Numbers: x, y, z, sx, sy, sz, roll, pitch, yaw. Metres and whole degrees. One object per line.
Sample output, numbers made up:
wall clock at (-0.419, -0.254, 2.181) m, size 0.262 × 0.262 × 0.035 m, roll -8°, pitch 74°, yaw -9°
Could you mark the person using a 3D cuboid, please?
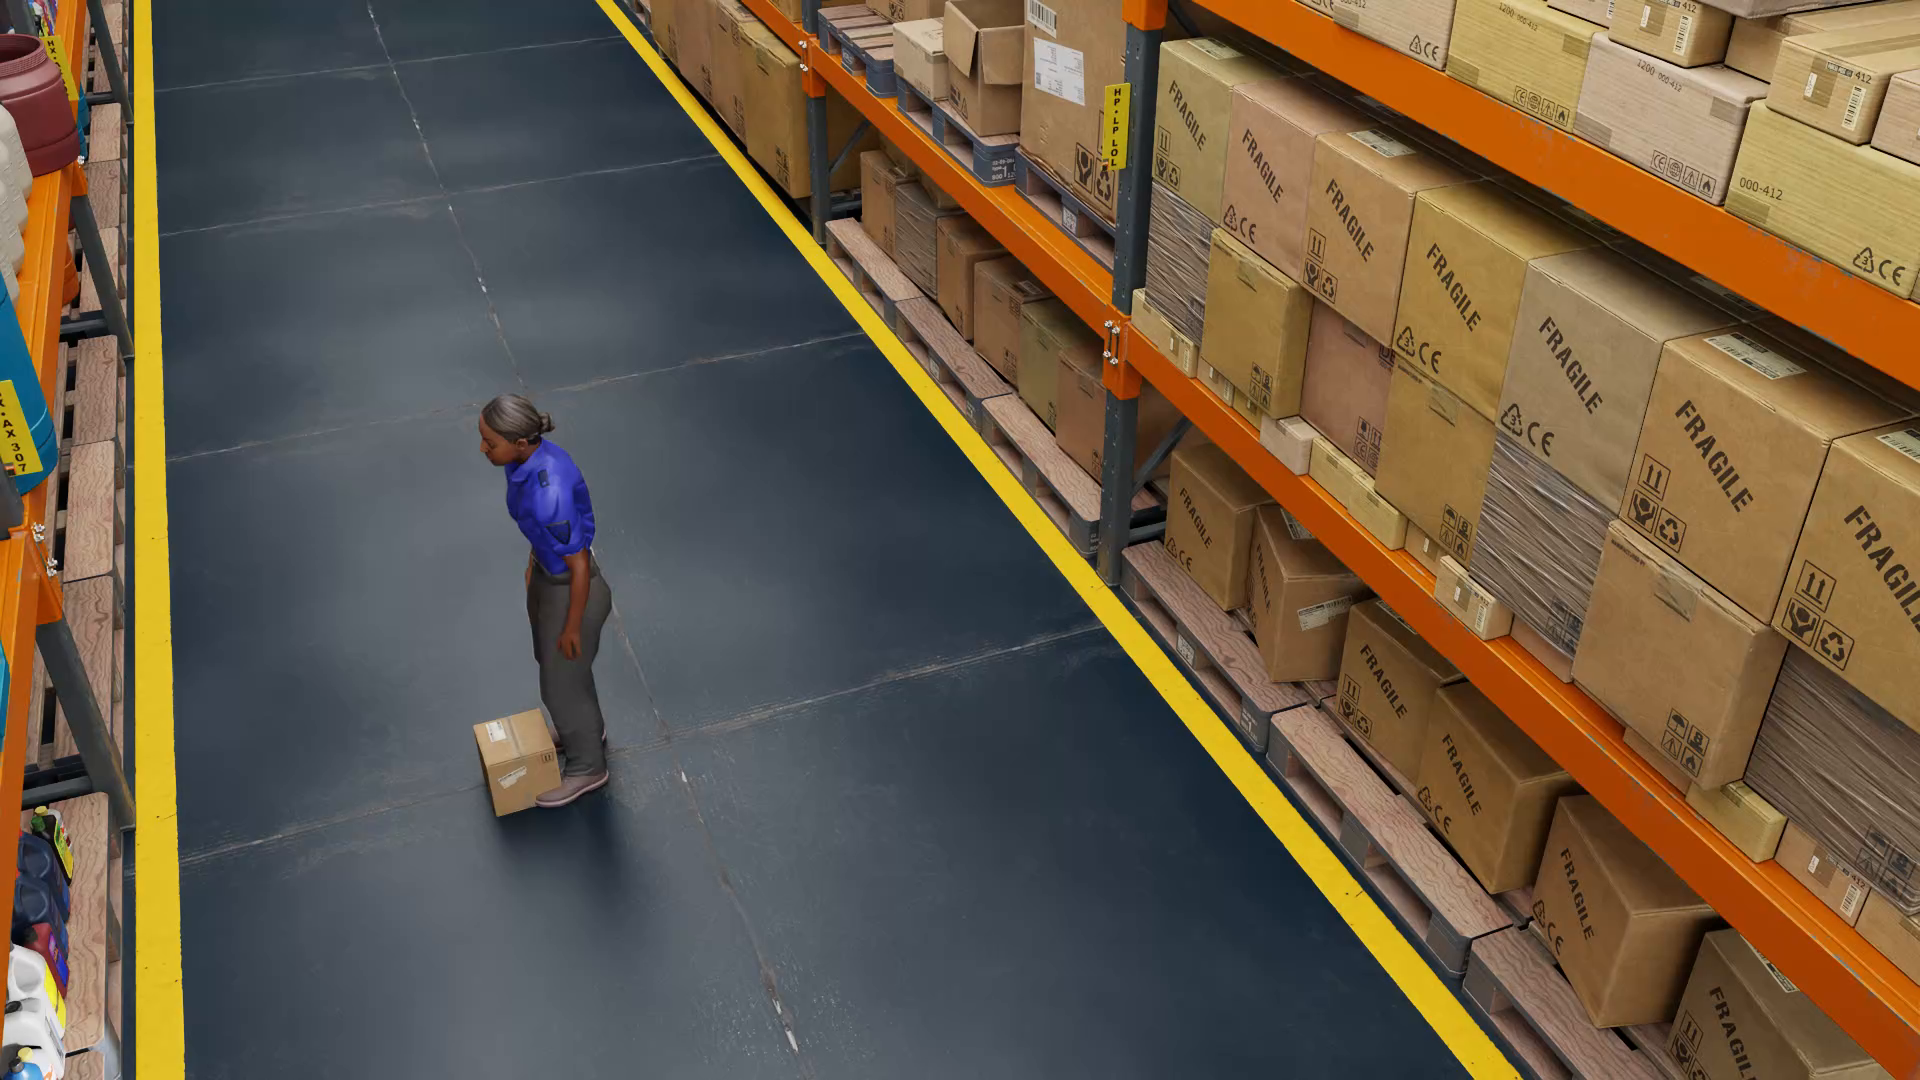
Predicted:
person at (-1.447, 0.194, 5.856) m, size 0.403 × 1.654 × 0.531 m, roll -15°, pitch 37°, yaw -22°
